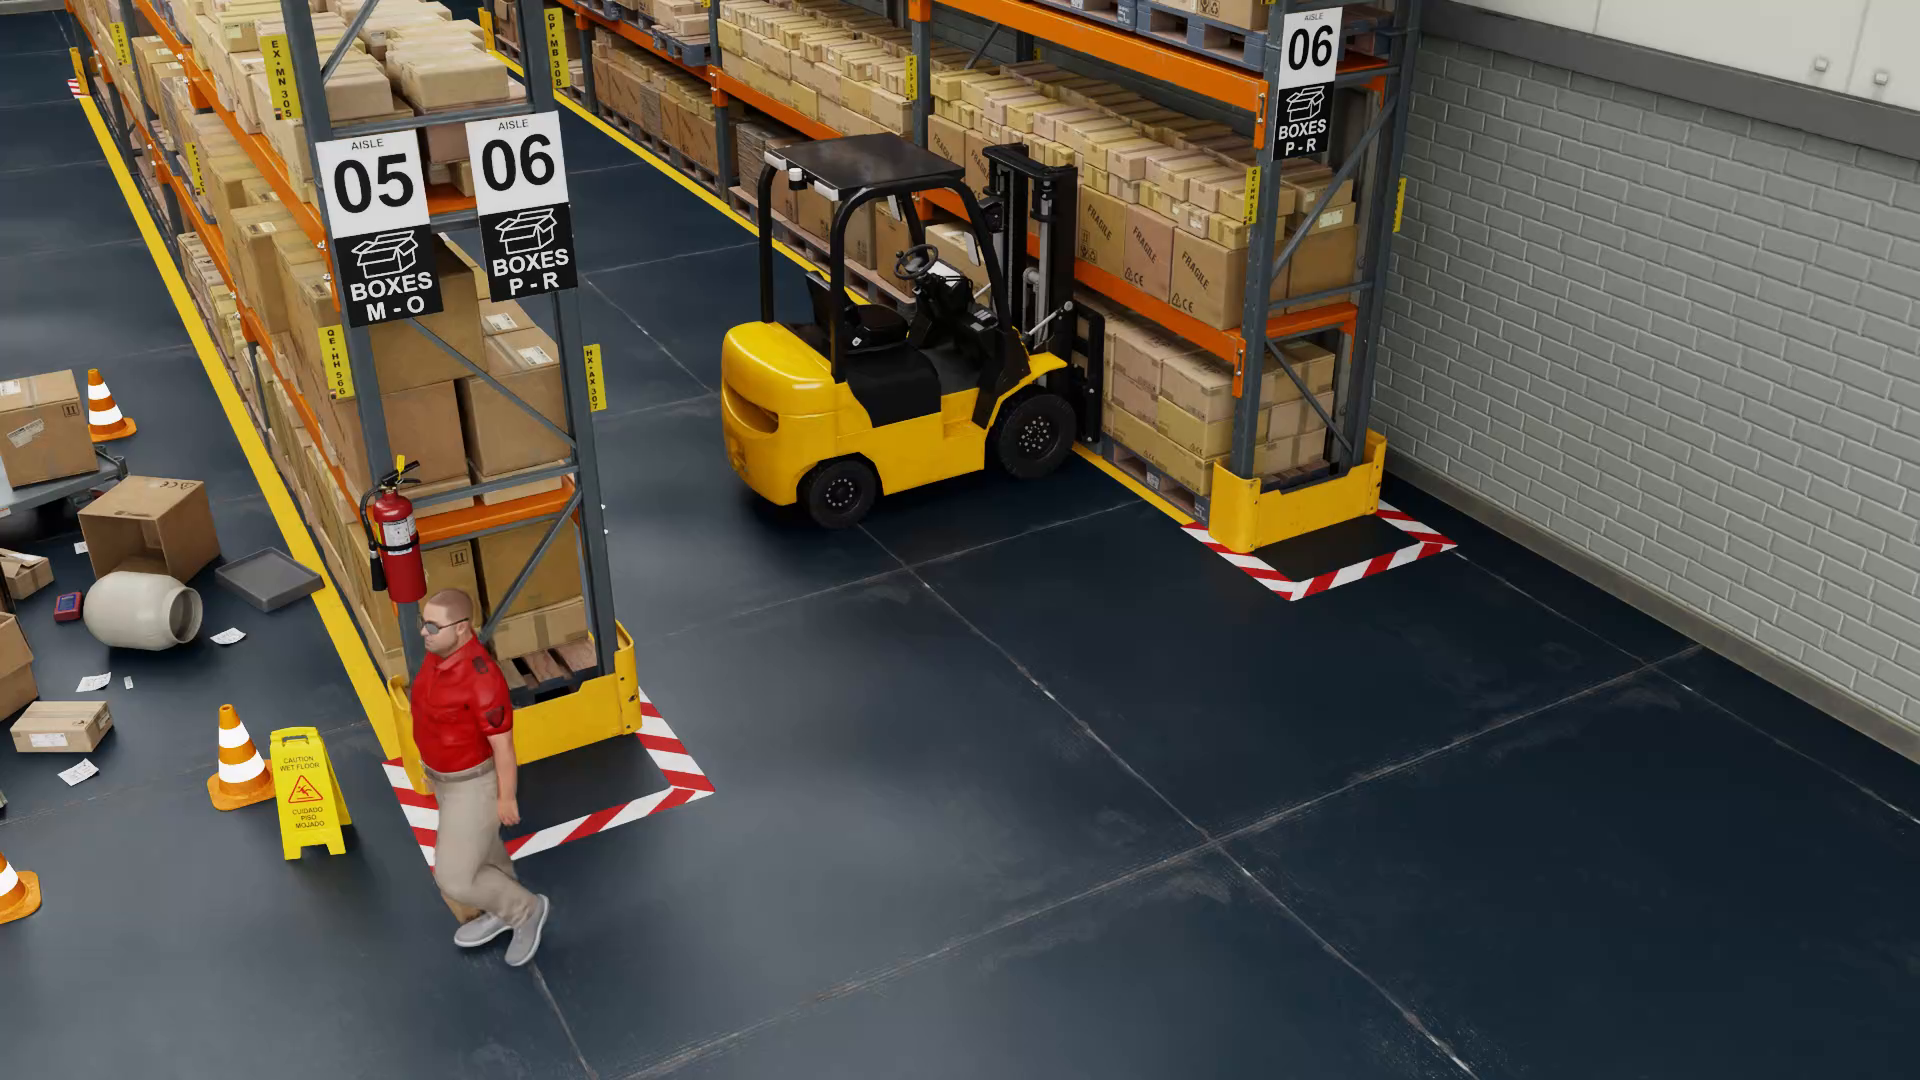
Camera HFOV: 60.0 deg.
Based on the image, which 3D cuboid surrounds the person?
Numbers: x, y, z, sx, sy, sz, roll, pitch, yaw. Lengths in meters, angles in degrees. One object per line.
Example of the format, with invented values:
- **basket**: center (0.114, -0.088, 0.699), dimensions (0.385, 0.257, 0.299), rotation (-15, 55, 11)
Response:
- **person**: center (-2.028, 0.993, 6.777), dimensions (0.428, 1.761, 0.536), rotation (-19, 34, -31)
